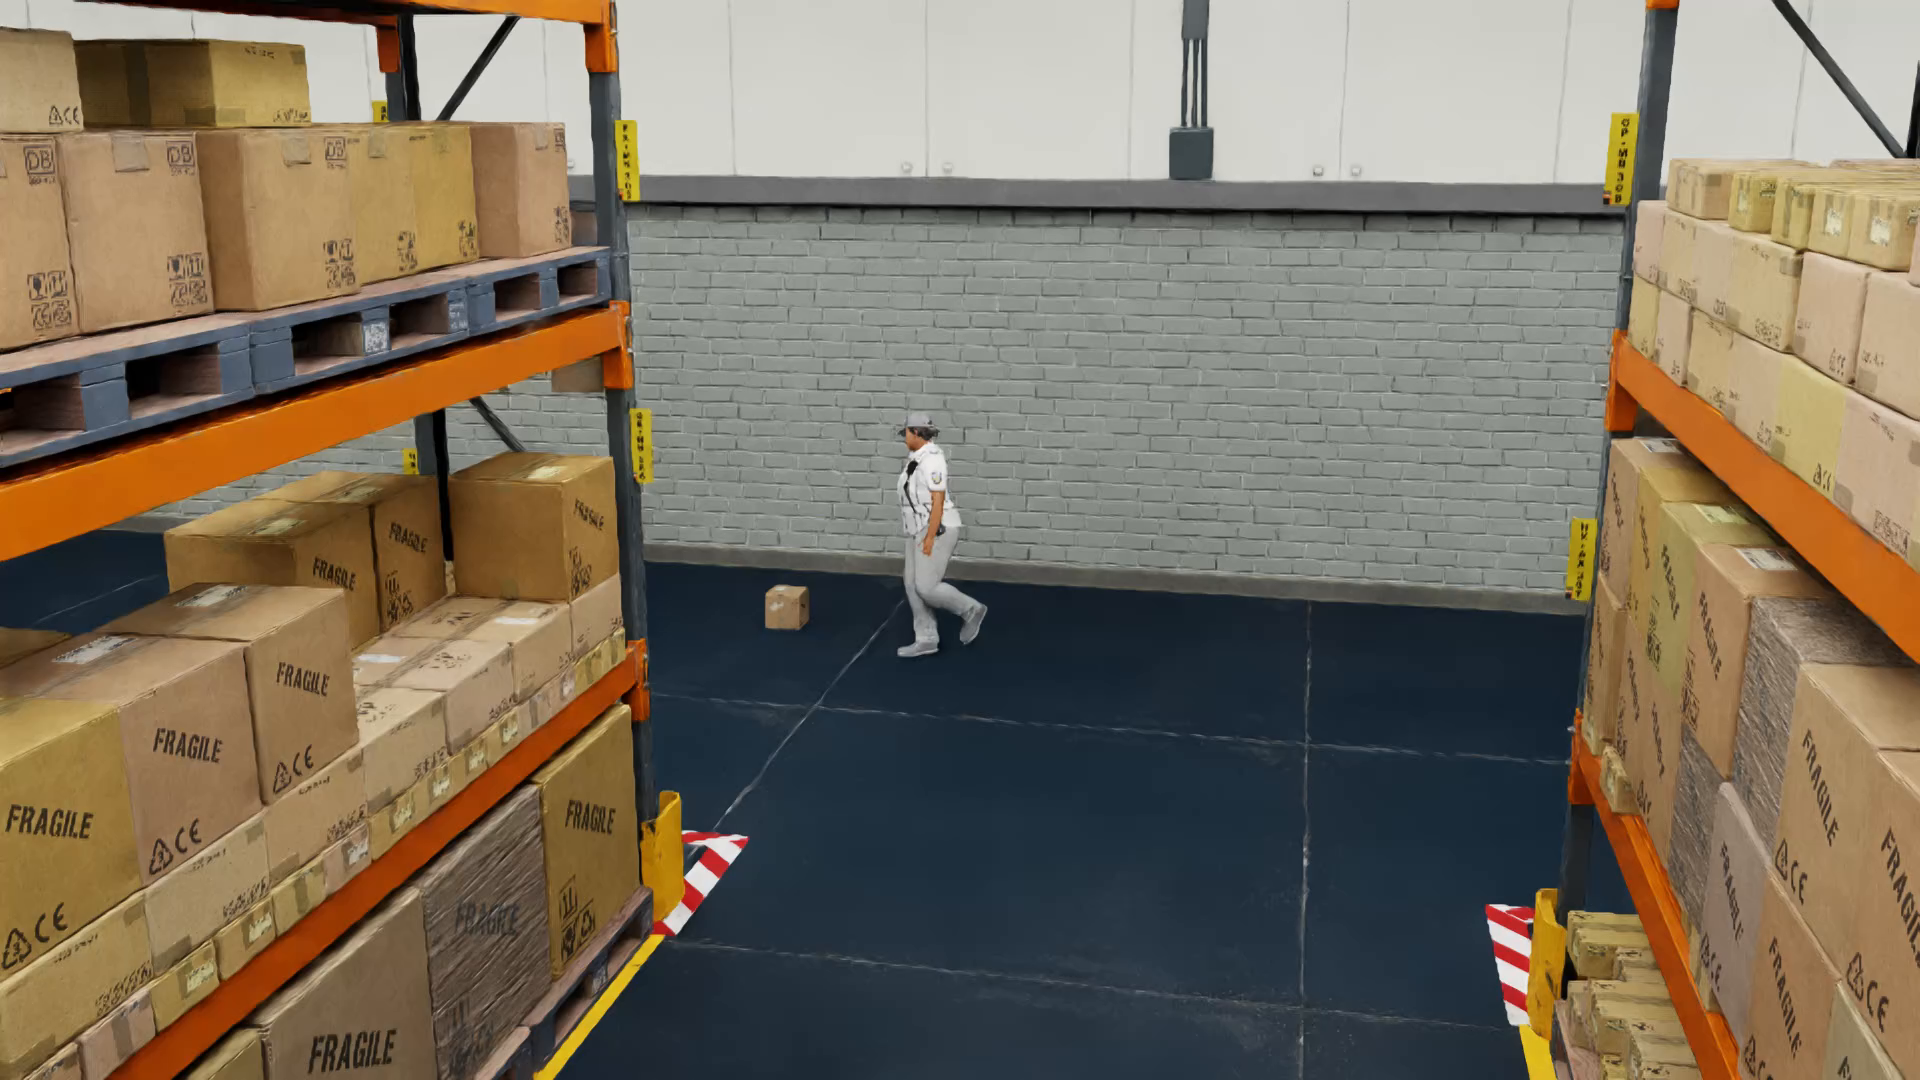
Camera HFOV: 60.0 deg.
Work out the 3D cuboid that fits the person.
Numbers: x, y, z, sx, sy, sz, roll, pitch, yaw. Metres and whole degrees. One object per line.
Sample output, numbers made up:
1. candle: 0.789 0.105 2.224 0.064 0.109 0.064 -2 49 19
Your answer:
1. person: -0.168 -0.042 11.219 0.609 1.630 0.548 -5 16 -19
